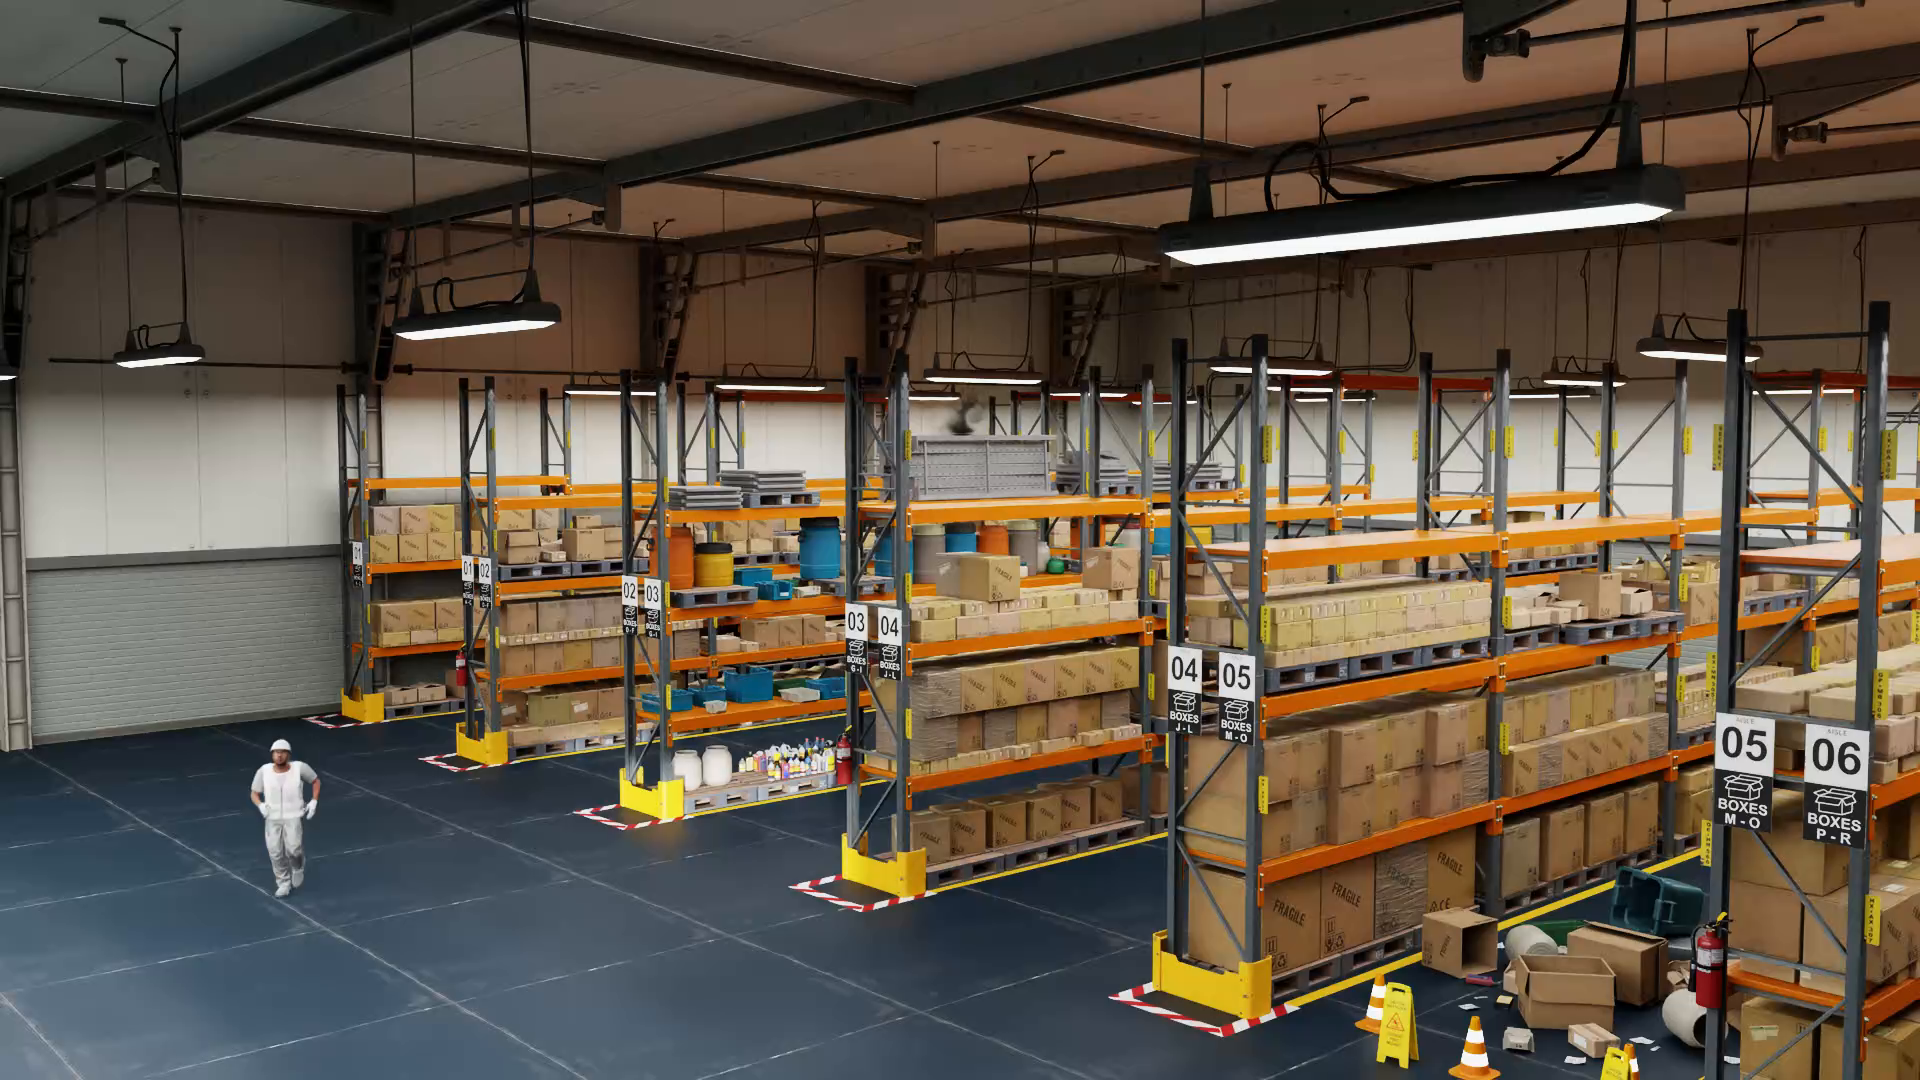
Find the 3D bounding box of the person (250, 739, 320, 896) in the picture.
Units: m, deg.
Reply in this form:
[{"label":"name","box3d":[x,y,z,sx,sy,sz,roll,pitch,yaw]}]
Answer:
[{"label":"person","box3d":[-7.478,3.079,18.419,0.712,1.745,0.601,-1,4,-16]}]
